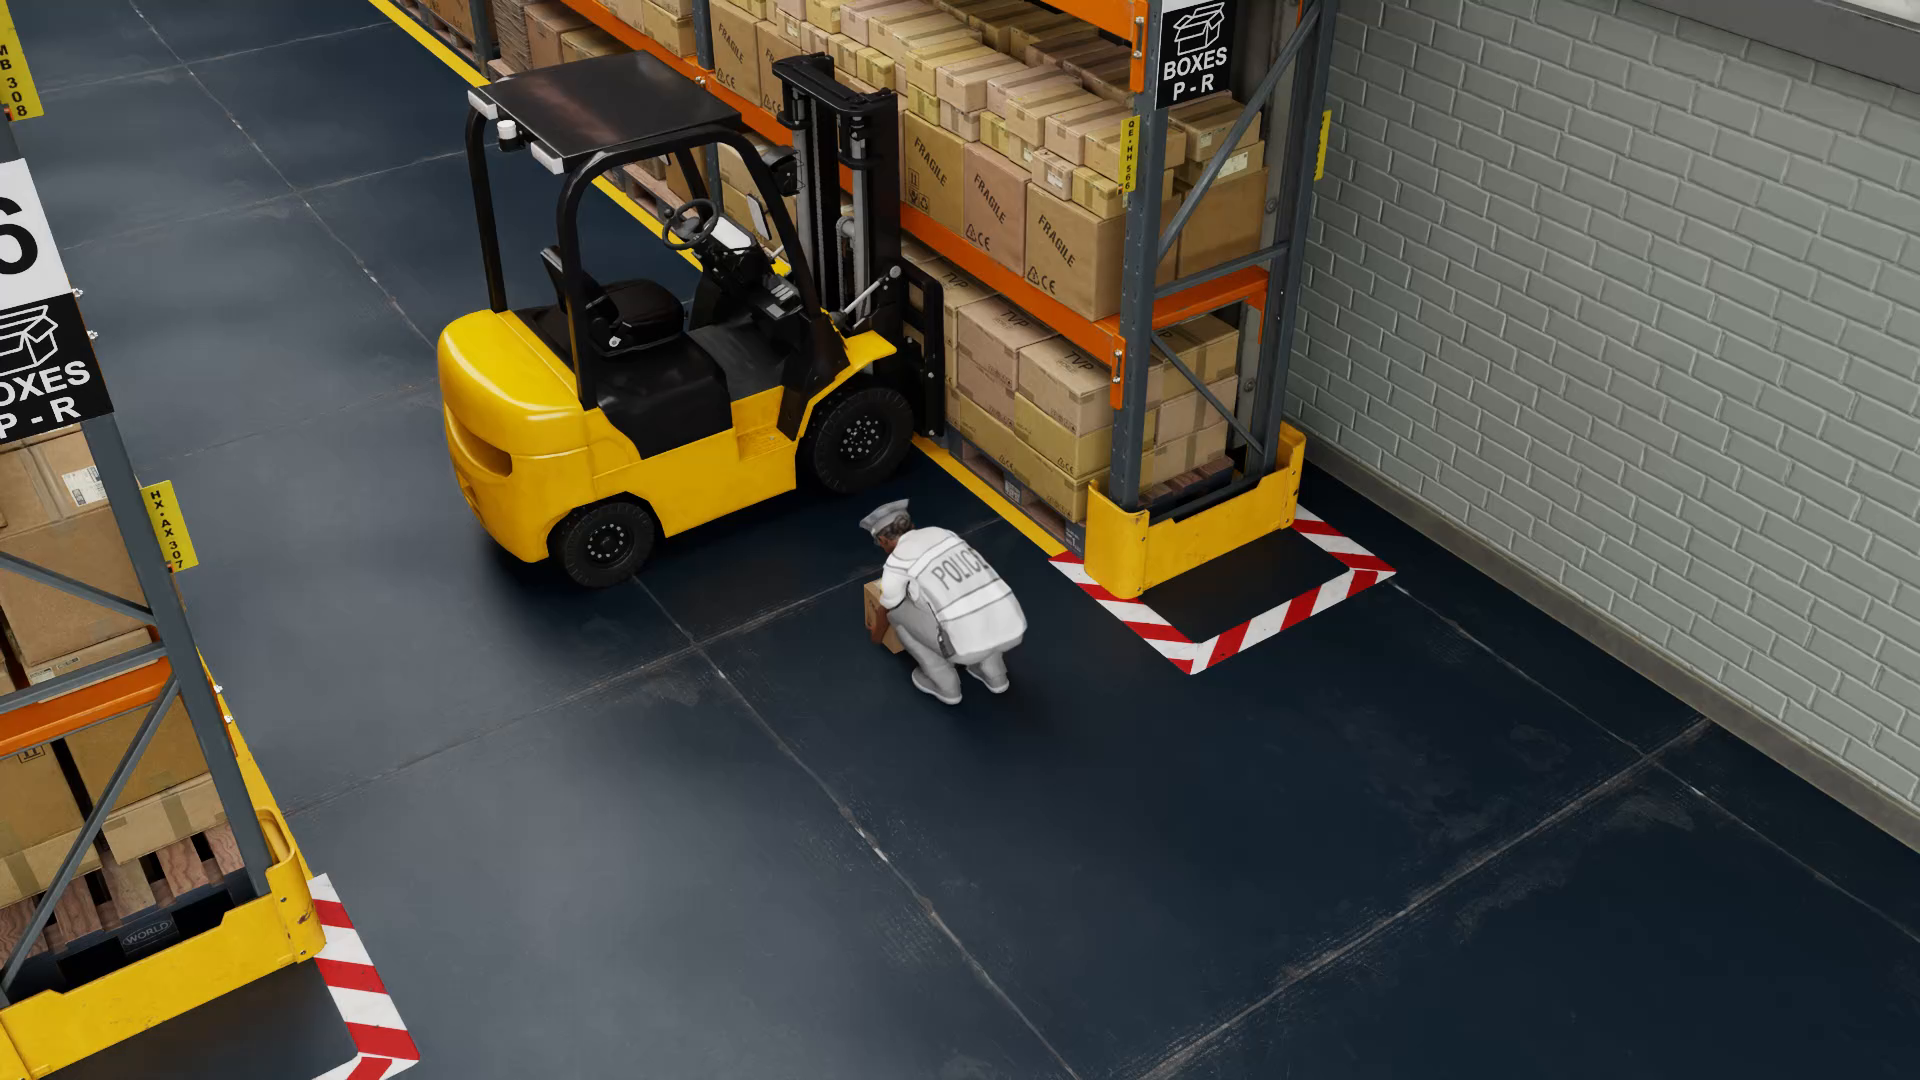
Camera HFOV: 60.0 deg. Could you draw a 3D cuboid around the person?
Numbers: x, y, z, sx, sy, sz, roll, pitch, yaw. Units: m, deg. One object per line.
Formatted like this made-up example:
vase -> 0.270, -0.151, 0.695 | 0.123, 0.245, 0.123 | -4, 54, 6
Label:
person -> -0.088, 0.296, 7.405 | 0.462, 0.841, 0.898 | -23, 43, -28
